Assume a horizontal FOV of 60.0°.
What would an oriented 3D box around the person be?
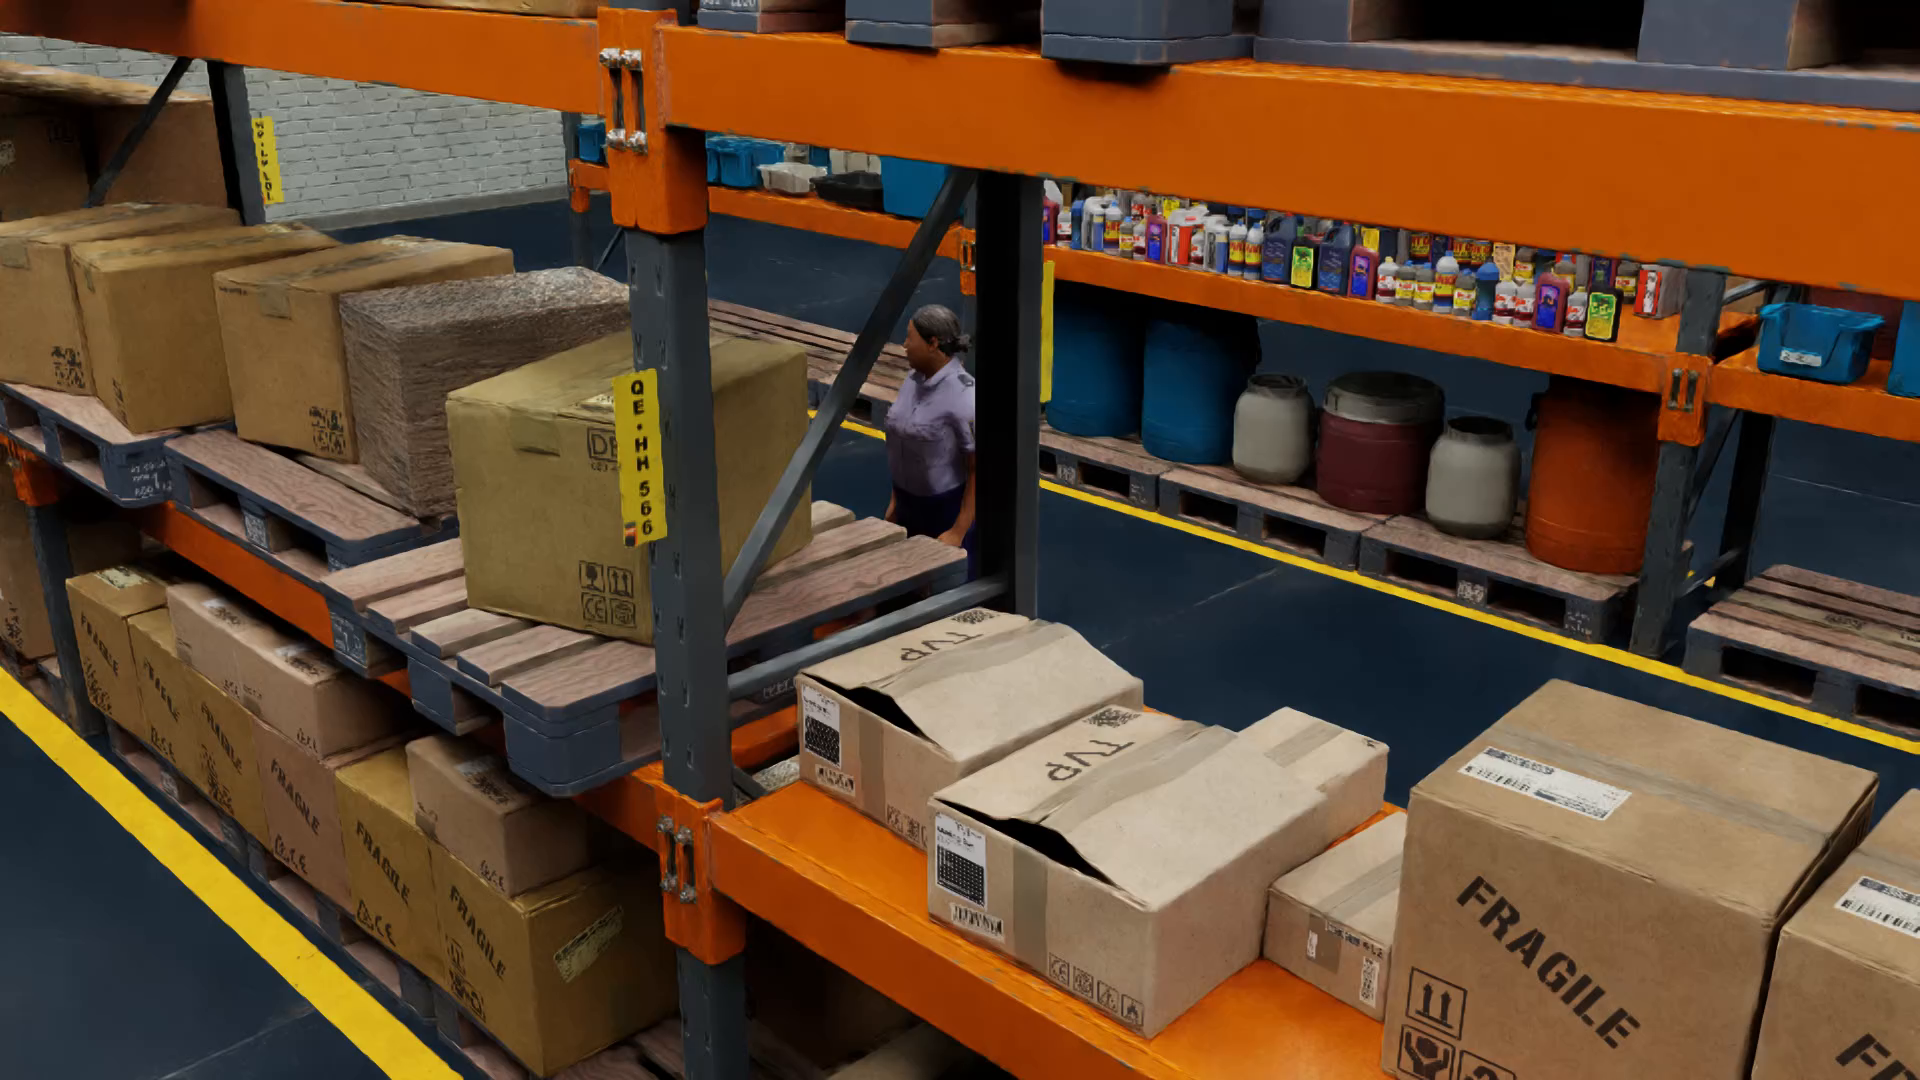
[{"bbox_3d":[-0.093,-0.052,6.229,0.399,1.691,0.529,-13,24,-31],"label":"person"}]
